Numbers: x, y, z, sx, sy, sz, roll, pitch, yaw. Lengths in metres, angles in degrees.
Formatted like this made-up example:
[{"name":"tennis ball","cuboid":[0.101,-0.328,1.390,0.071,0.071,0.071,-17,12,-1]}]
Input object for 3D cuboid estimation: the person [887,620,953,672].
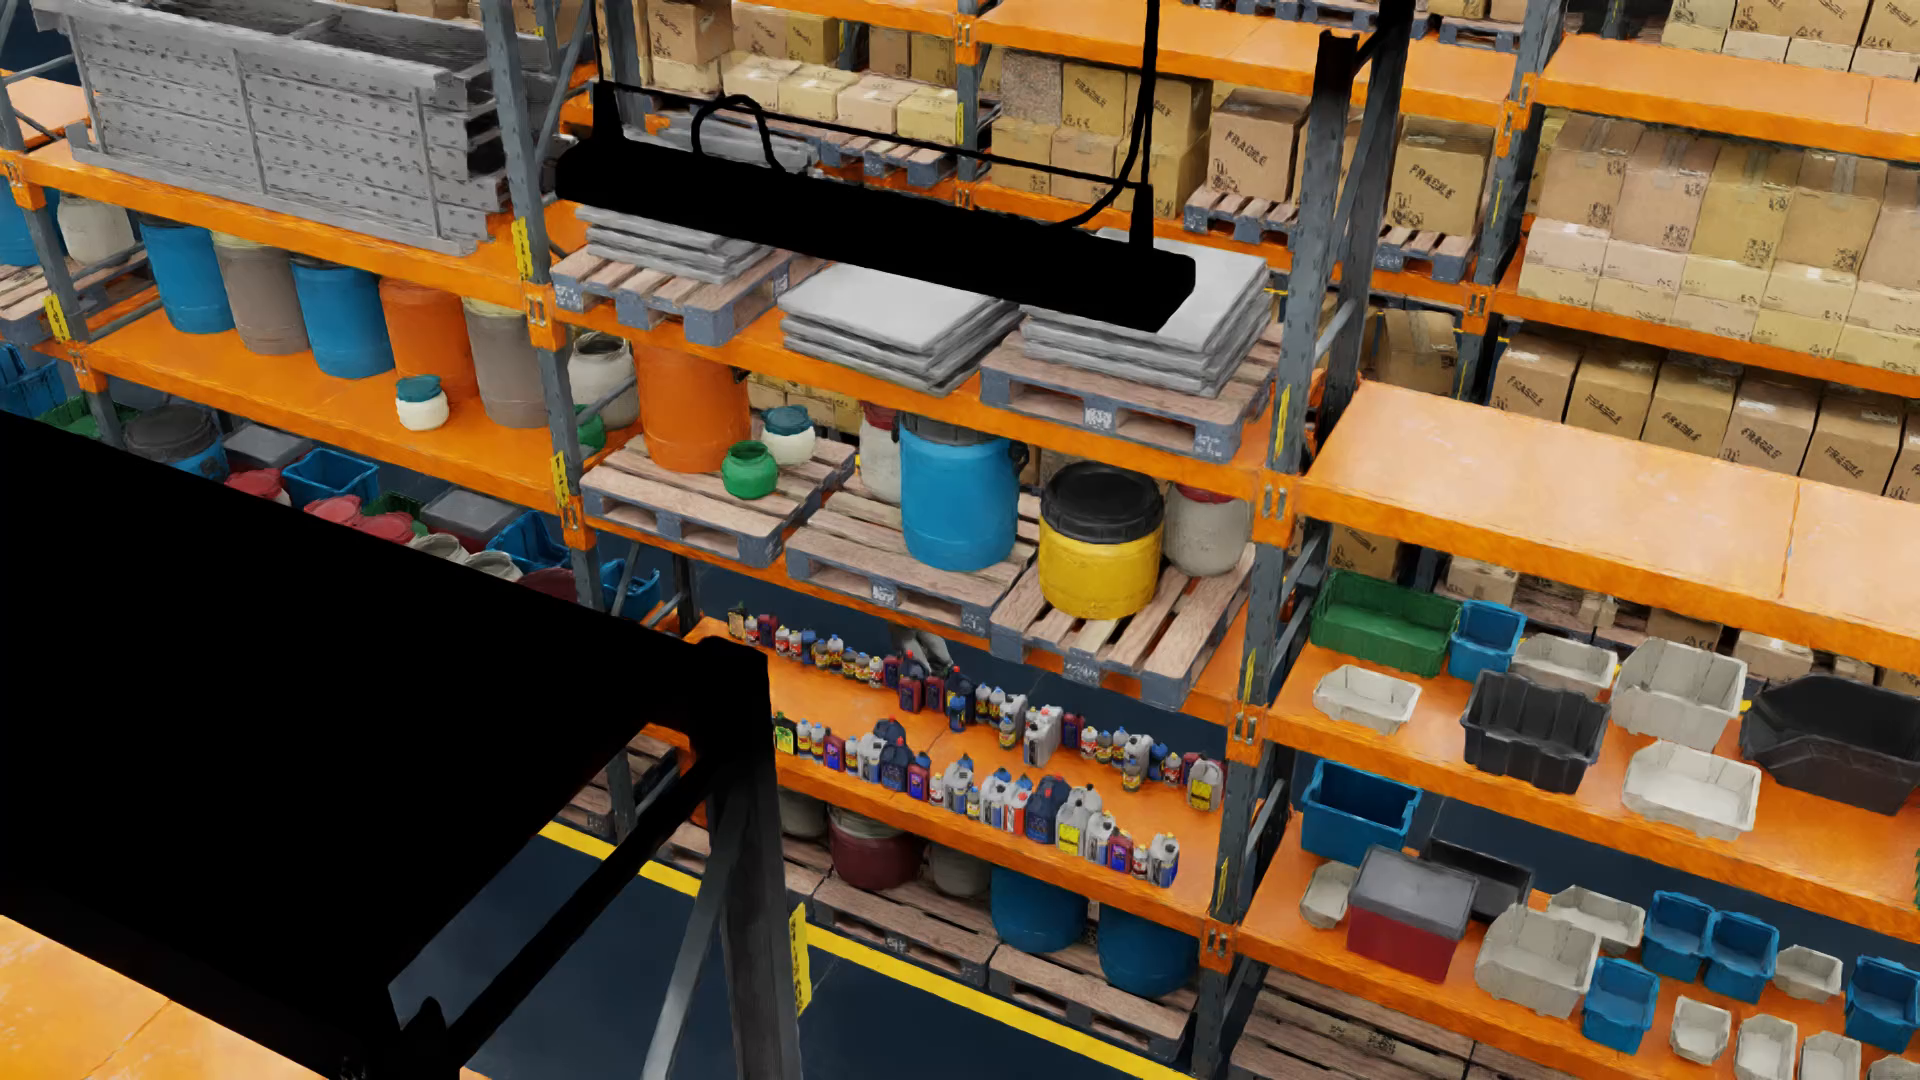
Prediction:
[{"name":"person","cuboid":[-0.358,0.326,11.935,0.542,1.704,0.682,15,38,21]}]
